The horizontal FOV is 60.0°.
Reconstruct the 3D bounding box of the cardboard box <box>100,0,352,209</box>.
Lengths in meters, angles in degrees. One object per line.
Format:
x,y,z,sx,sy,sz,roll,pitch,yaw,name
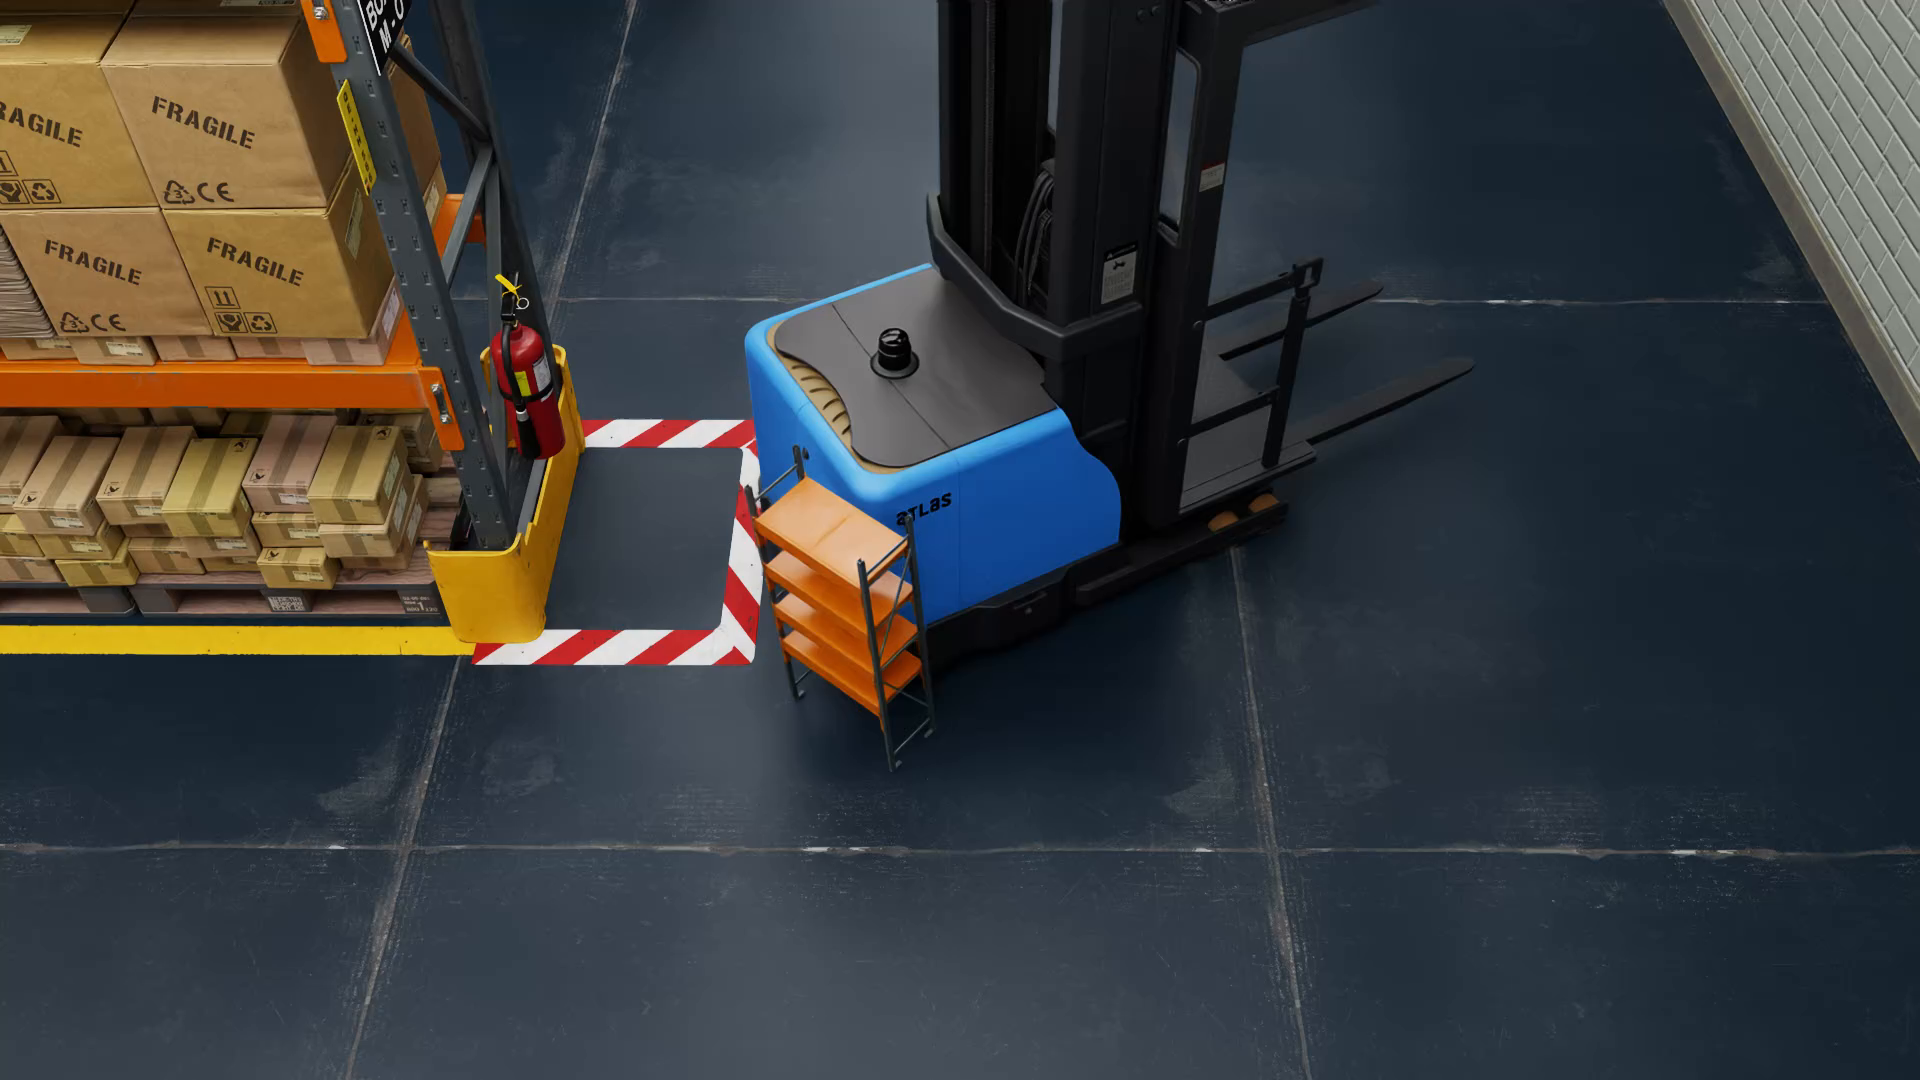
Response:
-2.163,-1.350,5.002,0.500,0.500,0.500,-1,47,-1,cardboard box

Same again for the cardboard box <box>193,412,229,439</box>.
-3.002,-0.575,6.693,0.250,0.149,0.380,1,47,1,cardboard box

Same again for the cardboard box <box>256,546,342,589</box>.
-2.489,-0.001,6.363,0.250,0.149,0.380,1,47,1,cardboard box

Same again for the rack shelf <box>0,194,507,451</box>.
-3.704,-0.815,5.951,4.000,0.370,1.077,0,47,0,rack shelf

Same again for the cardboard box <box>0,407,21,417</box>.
-3.795,-0.599,6.512,0.250,0.149,0.380,0,47,0,cardboard box

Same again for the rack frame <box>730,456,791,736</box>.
-0.675,0.224,5.722,0.015,1.200,0.240,14,49,12,rack frame

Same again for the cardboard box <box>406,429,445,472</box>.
-2.227,-0.462,6.791,0.250,0.149,0.380,1,47,1,cardboard box

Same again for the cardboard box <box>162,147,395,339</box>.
-2.154,-1.003,5.362,0.500,0.500,0.500,1,47,1,cardboard box

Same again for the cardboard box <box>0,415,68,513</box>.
-3.536,-0.284,6.220,0.250,0.149,0.380,-1,47,-1,cardboard box

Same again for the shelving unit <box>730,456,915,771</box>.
-0.443,0.280,5.670,0.503,1.200,0.258,14,49,12,shelving unit

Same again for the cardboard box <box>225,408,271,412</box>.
-2.754,-0.686,6.594,0.250,0.149,0.380,0,47,0,cardboard box

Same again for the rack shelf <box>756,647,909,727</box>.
-0.443,0.461,5.864,0.480,0.148,0.258,14,49,12,rack shelf

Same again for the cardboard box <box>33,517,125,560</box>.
-3.271,-0.112,6.263,0.250,0.149,0.380,1,47,1,cardboard box

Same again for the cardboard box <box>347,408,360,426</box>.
-2.501,-0.559,6.678,0.250,0.149,0.380,0,47,0,cardboard box

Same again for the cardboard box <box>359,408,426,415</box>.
-2.227,-0.679,6.587,0.250,0.149,0.380,-2,47,-2,cardboard box

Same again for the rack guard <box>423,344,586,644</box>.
-1.780,-0.203,6.597,0.348,0.500,1.175,0,47,0,rack guard

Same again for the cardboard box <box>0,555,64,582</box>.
-3.528,-0.027,6.386,0.250,0.149,0.380,1,47,1,cardboard box

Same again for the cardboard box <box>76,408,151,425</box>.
-3.280,-0.634,6.545,0.250,0.149,0.380,2,47,2,cardboard box

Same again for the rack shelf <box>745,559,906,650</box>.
-0.443,0.173,5.555,0.480,0.148,0.258,14,49,12,rack shelf

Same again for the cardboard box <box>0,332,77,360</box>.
-3.049,-0.786,5.604,0.250,0.149,0.380,-2,47,-2,cardboard box

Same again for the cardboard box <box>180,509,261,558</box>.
-2.753,-0.120,6.270,0.250,0.149,0.380,-2,47,-1,cardboard box

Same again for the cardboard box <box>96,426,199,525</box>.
-3.004,-0.242,6.181,0.250,0.149,0.380,-2,47,-1,cardboard box

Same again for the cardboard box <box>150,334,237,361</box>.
-2.531,-0.781,5.599,0.250,0.149,0.380,0,47,0,cardboard box

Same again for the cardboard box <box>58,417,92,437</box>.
-3.539,-0.476,6.602,0.250,0.149,0.380,2,47,2,cardboard box

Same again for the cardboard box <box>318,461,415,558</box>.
-2.233,-0.120,6.270,0.250,0.149,0.380,-1,47,-1,cardboard box

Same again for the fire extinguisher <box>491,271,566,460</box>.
-1.454,-0.562,5.532,0.183,0.674,0.296,0,47,0,fire extinguisher

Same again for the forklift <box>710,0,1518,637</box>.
0.630,-1.017,5.694,3.031,2.935,1.130,-2,47,-2,forklift

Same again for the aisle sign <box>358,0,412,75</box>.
-1.632,-1.720,4.526,0.004,0.787,0.394,0,47,0,aisle sign

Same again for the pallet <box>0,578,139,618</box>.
-3.809,-0.138,6.734,1.213,0.211,1.003,0,47,0,pallet

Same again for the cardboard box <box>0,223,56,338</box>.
-3.176,-1.002,5.362,0.500,0.500,0.500,0,47,0,cardboard box

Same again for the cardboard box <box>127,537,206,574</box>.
-3.000,-0.056,6.414,0.250,0.149,0.380,1,47,1,cardboard box

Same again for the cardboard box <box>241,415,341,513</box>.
-2.485,-0.287,6.223,0.250,0.149,0.380,1,47,1,cardboard box

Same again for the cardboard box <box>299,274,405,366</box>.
-2.031,-0.763,5.582,0.250,0.149,0.380,0,47,0,cardboard box
